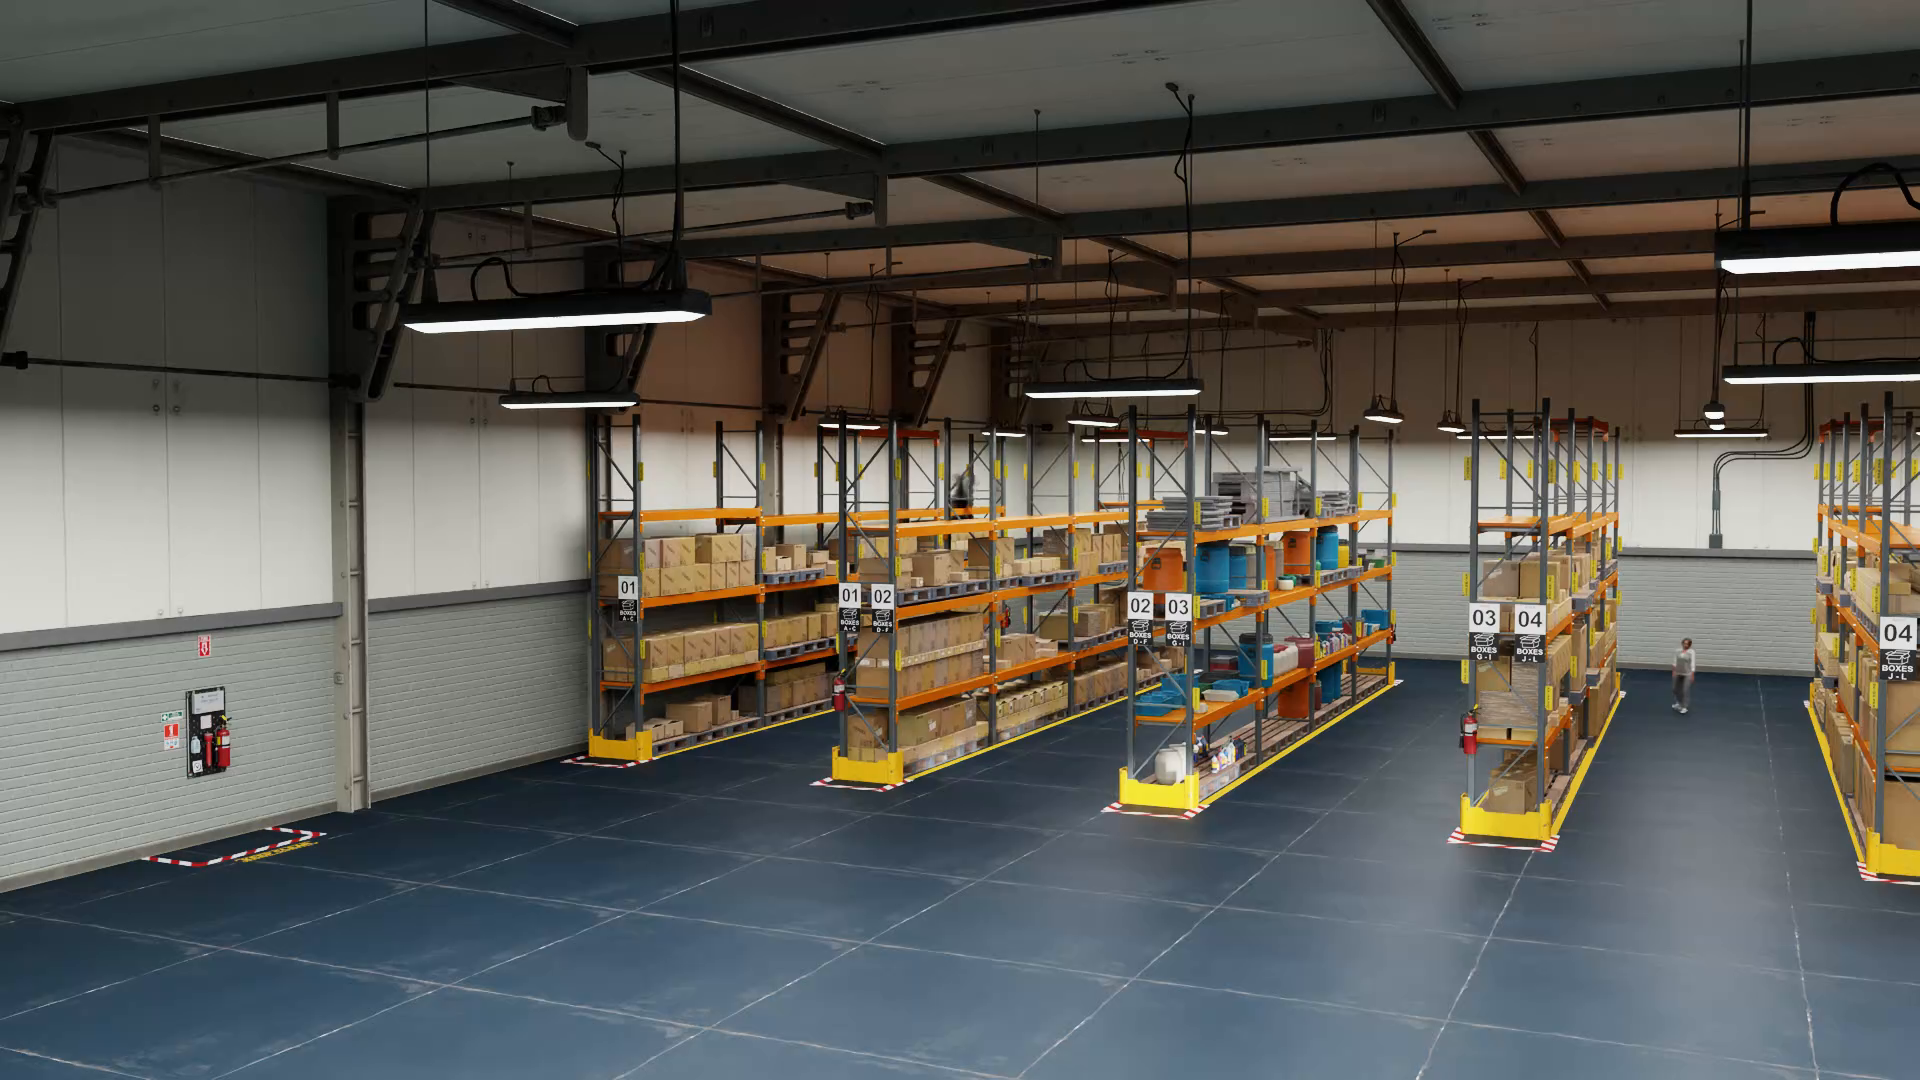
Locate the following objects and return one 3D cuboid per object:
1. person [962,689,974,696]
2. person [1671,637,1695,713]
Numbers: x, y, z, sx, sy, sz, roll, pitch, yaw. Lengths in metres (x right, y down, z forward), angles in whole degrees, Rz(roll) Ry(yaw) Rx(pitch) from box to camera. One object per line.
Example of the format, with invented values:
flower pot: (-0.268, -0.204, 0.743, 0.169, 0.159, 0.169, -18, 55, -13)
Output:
person: (0.121, 2.749, 36.993, 0.534, 1.440, 0.997, 2, 3, 38)
person: (14.994, 2.796, 34.489, 0.449, 1.576, 0.541, -2, 3, -42)
